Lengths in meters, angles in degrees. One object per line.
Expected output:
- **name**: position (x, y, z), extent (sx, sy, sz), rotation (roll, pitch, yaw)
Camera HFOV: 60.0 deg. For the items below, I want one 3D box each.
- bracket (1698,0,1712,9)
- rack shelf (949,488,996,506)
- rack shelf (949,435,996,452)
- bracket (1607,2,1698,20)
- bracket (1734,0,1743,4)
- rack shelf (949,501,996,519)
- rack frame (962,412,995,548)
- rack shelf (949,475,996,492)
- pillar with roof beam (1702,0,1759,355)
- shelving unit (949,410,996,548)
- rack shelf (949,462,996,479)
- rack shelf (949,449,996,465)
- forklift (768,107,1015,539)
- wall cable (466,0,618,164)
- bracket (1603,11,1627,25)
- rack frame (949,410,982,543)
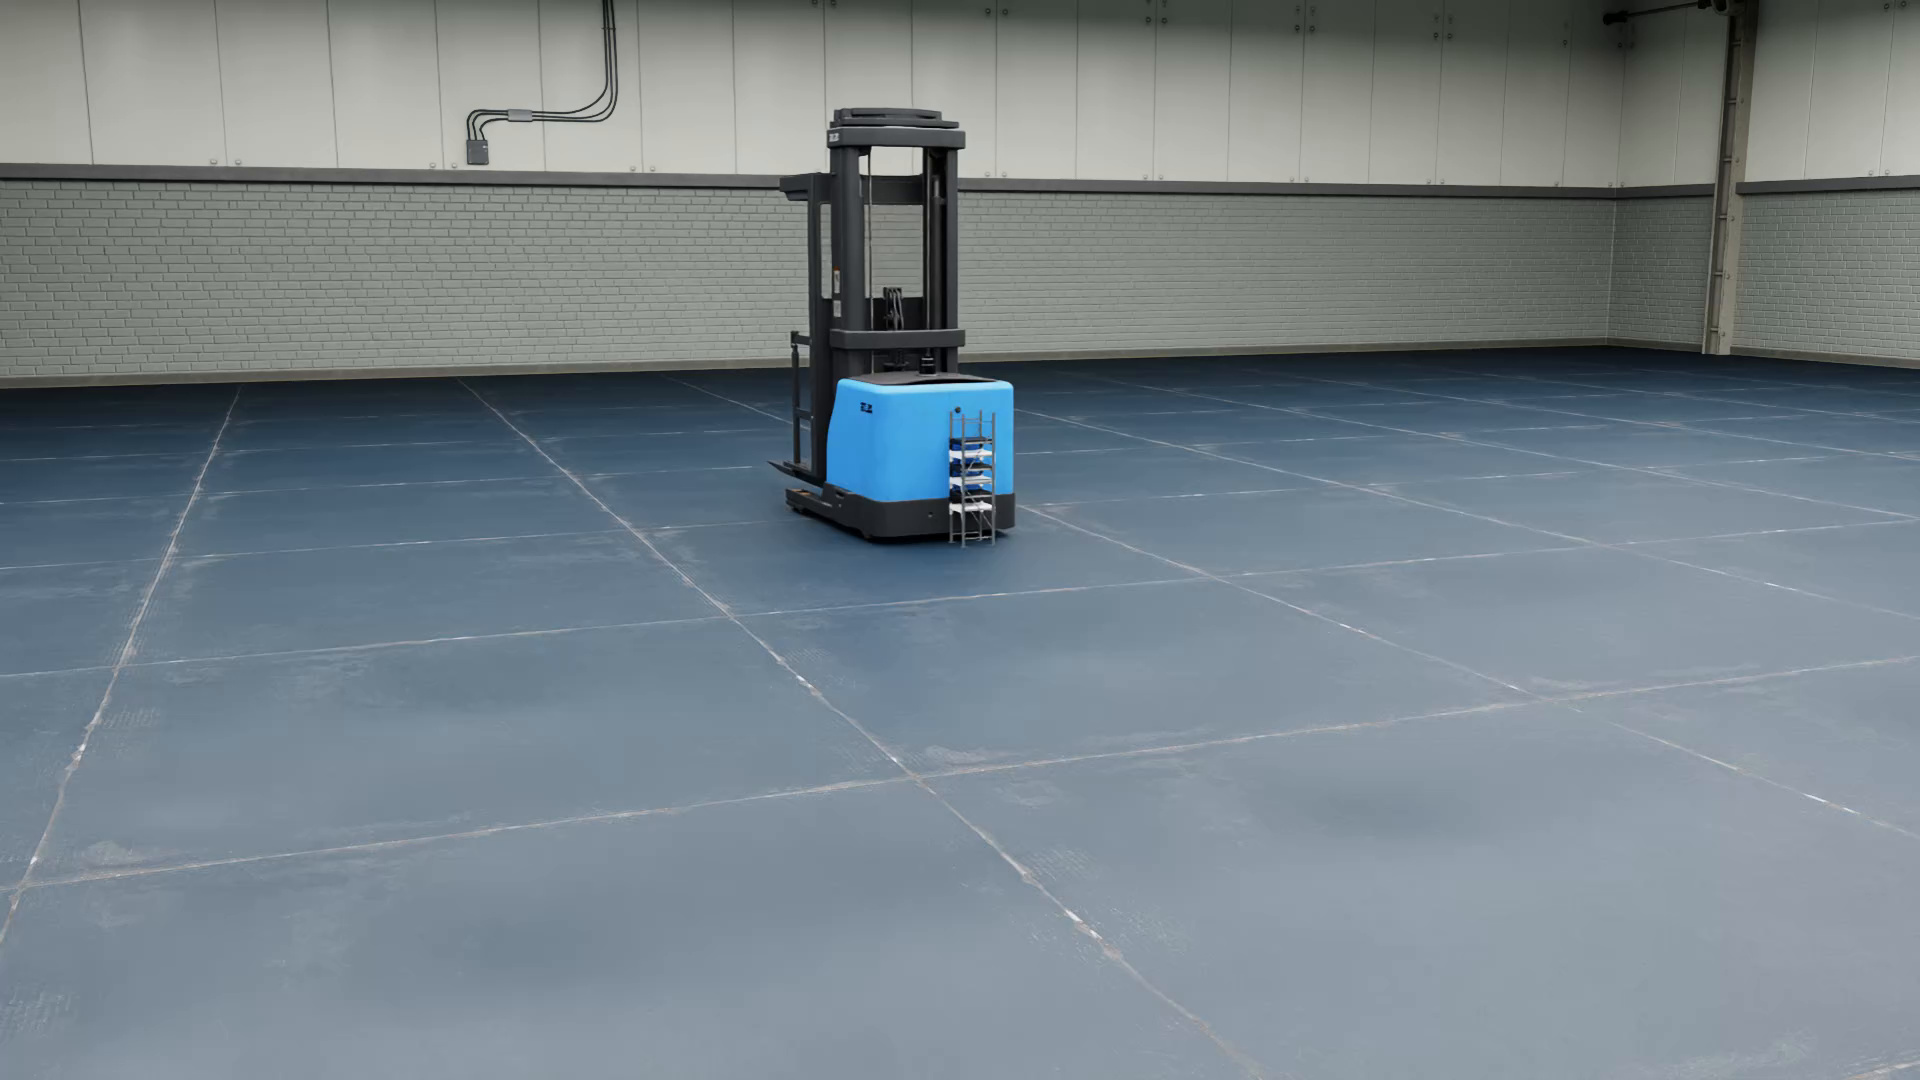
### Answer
- **bracket**: position (13.506, -9.687, 29.907), extent (0.235, 0.232, 0.430), rotation (-4, 11, -21)
- **rack shelf**: position (0.082, -0.291, 11.189), extent (0.258, 0.077, 0.200), rotation (-4, 11, -24)
- **rack shelf**: position (0.082, -0.645, 11.126), extent (0.258, 0.077, 0.200), rotation (-4, 11, -24)
- **bracket**: position (12.861, -9.978, 31.540), extent (0.076, 0.066, 3.189), rotation (-4, 11, -21)
- **bracket**: position (13.807, -9.552, 29.145), extent (0.235, 0.232, 0.430), rotation (-4, 11, -21)
- **rack shelf**: position (0.082, -0.202, 11.205), extent (0.258, 0.077, 0.200), rotation (-4, 11, -24)
- **rack frame**: position (0.123, -0.396, 11.076), extent (0.240, 0.900, 0.006), rotation (-4, 11, -24)
- **rack shelf**: position (0.082, -0.379, 11.173), extent (0.258, 0.077, 0.200), rotation (-4, 11, -24)
- **pillar with roof beam**: position (9.975, -7.597, 28.432), extent (9.100, 9.000, 0.548), rotation (-4, 11, -21)
- **shelving unit**: position (0.082, -0.412, 11.167), extent (0.258, 0.900, 0.210), rotation (-4, 11, -24)
- **rack shelf**: position (0.082, -0.468, 11.157), extent (0.258, 0.077, 0.200), rotation (-4, 11, -24)
- **rack shelf**: position (0.082, -0.557, 11.142), extent (0.258, 0.077, 0.200), rotation (-4, 11, -24)
- **forklift**: position (-0.678, -1.664, 12.406), extent (1.130, 2.935, 3.031), rotation (-4, 11, -24)
- **wall cable**: position (-6.353, -8.710, 24.979), extent (2.305, 6.003, 0.169), rotation (-4, 11, -21)
- **bracket**: position (12.647, -10.074, 32.082), extent (0.235, 0.232, 0.430), rotation (-4, 11, -21)
- **rack frame**: position (0.040, -0.428, 11.259), extent (0.240, 0.900, 0.006), rotation (-4, 11, -24)
